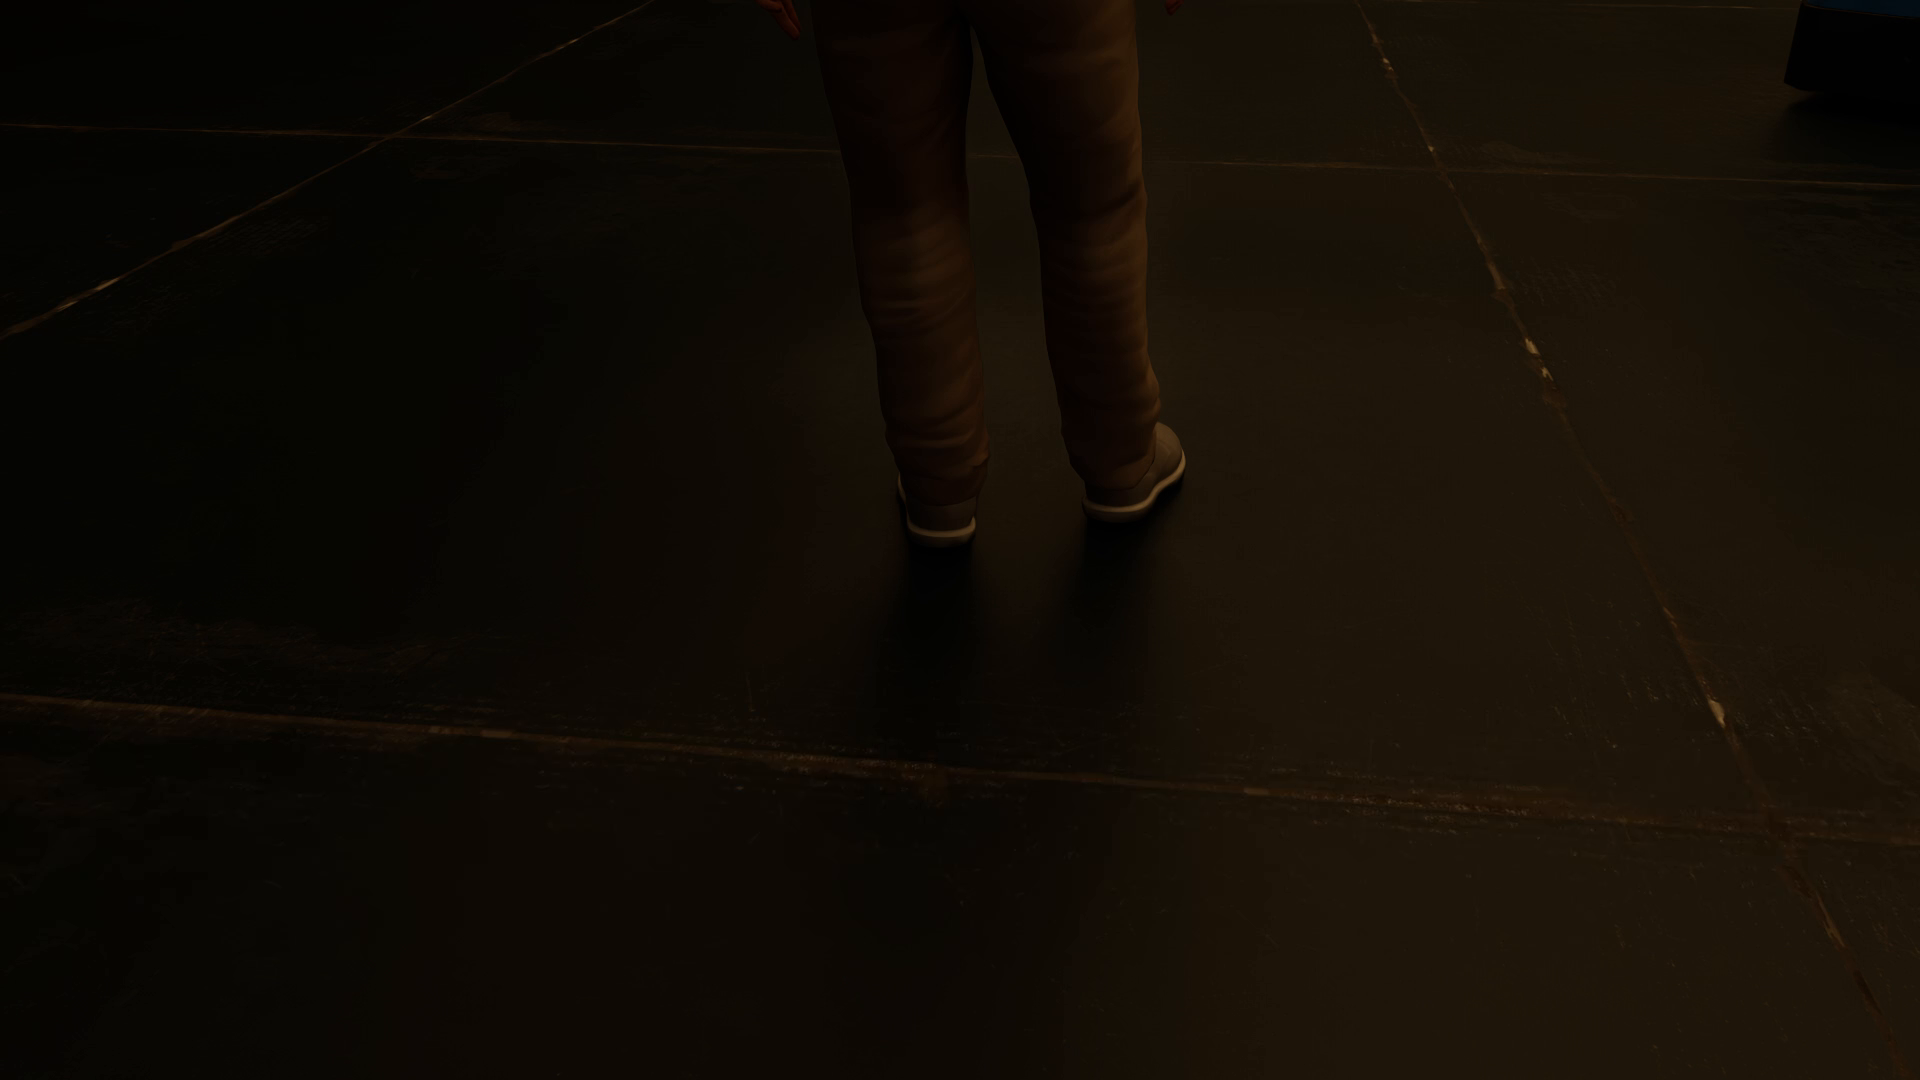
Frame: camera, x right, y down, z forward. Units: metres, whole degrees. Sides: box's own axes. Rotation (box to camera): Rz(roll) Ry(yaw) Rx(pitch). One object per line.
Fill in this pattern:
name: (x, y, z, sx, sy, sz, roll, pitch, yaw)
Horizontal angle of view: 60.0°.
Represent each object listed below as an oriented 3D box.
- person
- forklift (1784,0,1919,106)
person: (0.024, -0.820, 2.189, 0.641, 1.727, 0.550, 3, 27, 7)
forklift: (4.001, -2.959, 5.149, 3.031, 2.935, 1.130, -23, 34, -38)
